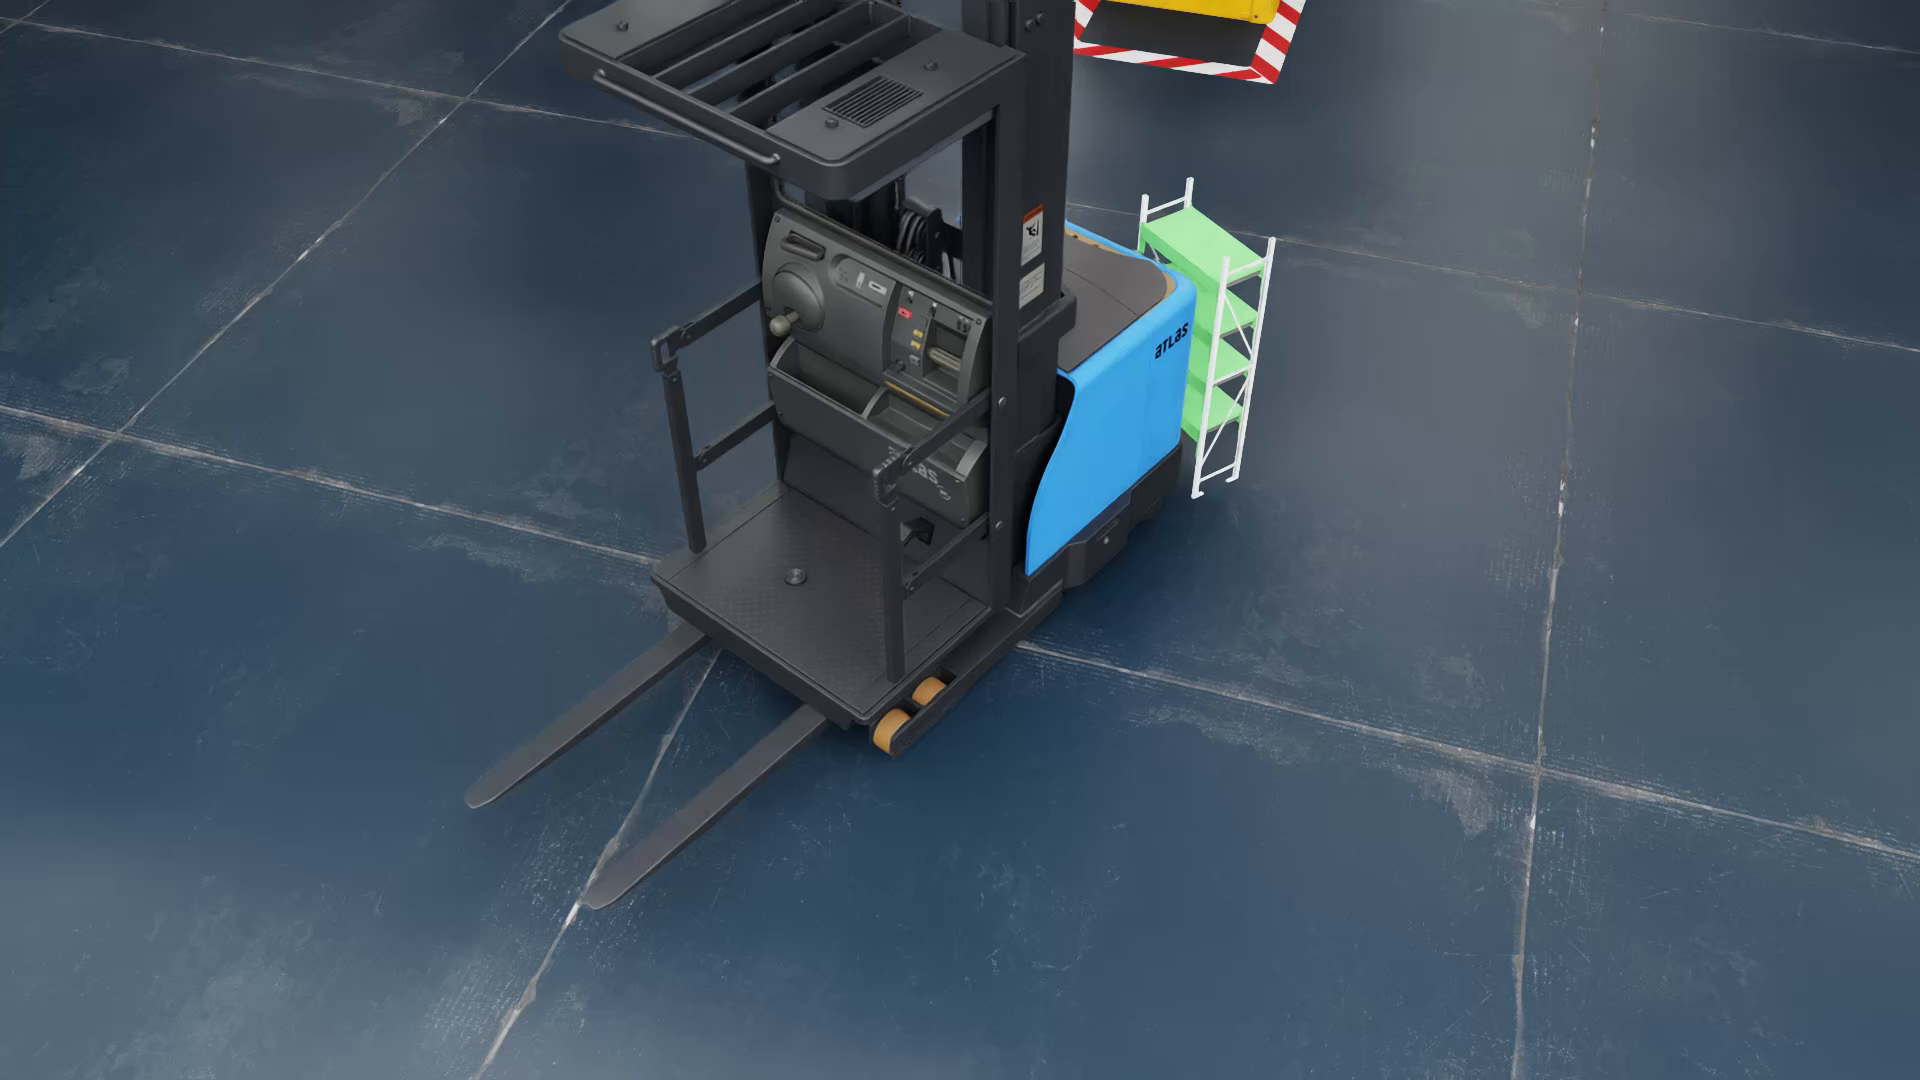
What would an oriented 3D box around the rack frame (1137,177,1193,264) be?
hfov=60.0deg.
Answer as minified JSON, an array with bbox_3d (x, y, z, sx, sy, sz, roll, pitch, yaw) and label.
[{"bbox_3d":[0.804,-0.936,6.848,0.240,1.200,0.015,-24,49,-23],"label":"rack frame"}]

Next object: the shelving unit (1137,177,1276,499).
[{"bbox_3d":[0.937,-0.792,6.702,0.258,1.200,0.503,-24,49,-23],"label":"shelving unit"}]

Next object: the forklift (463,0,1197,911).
[{"bbox_3d":[-0.429,-0.679,5.348,1.130,2.935,3.031,31,52,27],"label":"forklift"}]

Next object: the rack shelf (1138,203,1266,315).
[{"bbox_3d":[0.937,-1.090,6.411,0.258,0.148,0.480,-24,49,-23],"label":"rack shelf"}]

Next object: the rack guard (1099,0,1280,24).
[{"bbox_3d":[1.341,-3.473,9.942,1.175,0.500,0.348,13,46,13],"label":"rack guard"}]

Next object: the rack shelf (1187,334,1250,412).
[{"bbox_3d":[0.937,-0.747,6.747,0.258,0.148,0.480,-24,49,-23],"label":"rack shelf"}]

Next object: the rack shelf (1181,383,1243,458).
[{"bbox_3d":[0.937,-0.575,6.915,0.258,0.148,0.480,-24,49,-23],"label":"rack shelf"}]

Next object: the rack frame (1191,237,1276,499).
[{"bbox_3d":[1.069,-0.649,6.556,0.240,1.200,0.015,-24,49,-23],"label":"rack frame"}]

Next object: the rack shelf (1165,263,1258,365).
[{"bbox_3d":[0.937,-0.918,6.579,0.258,0.148,0.480,-24,49,-23],"label":"rack shelf"}]
